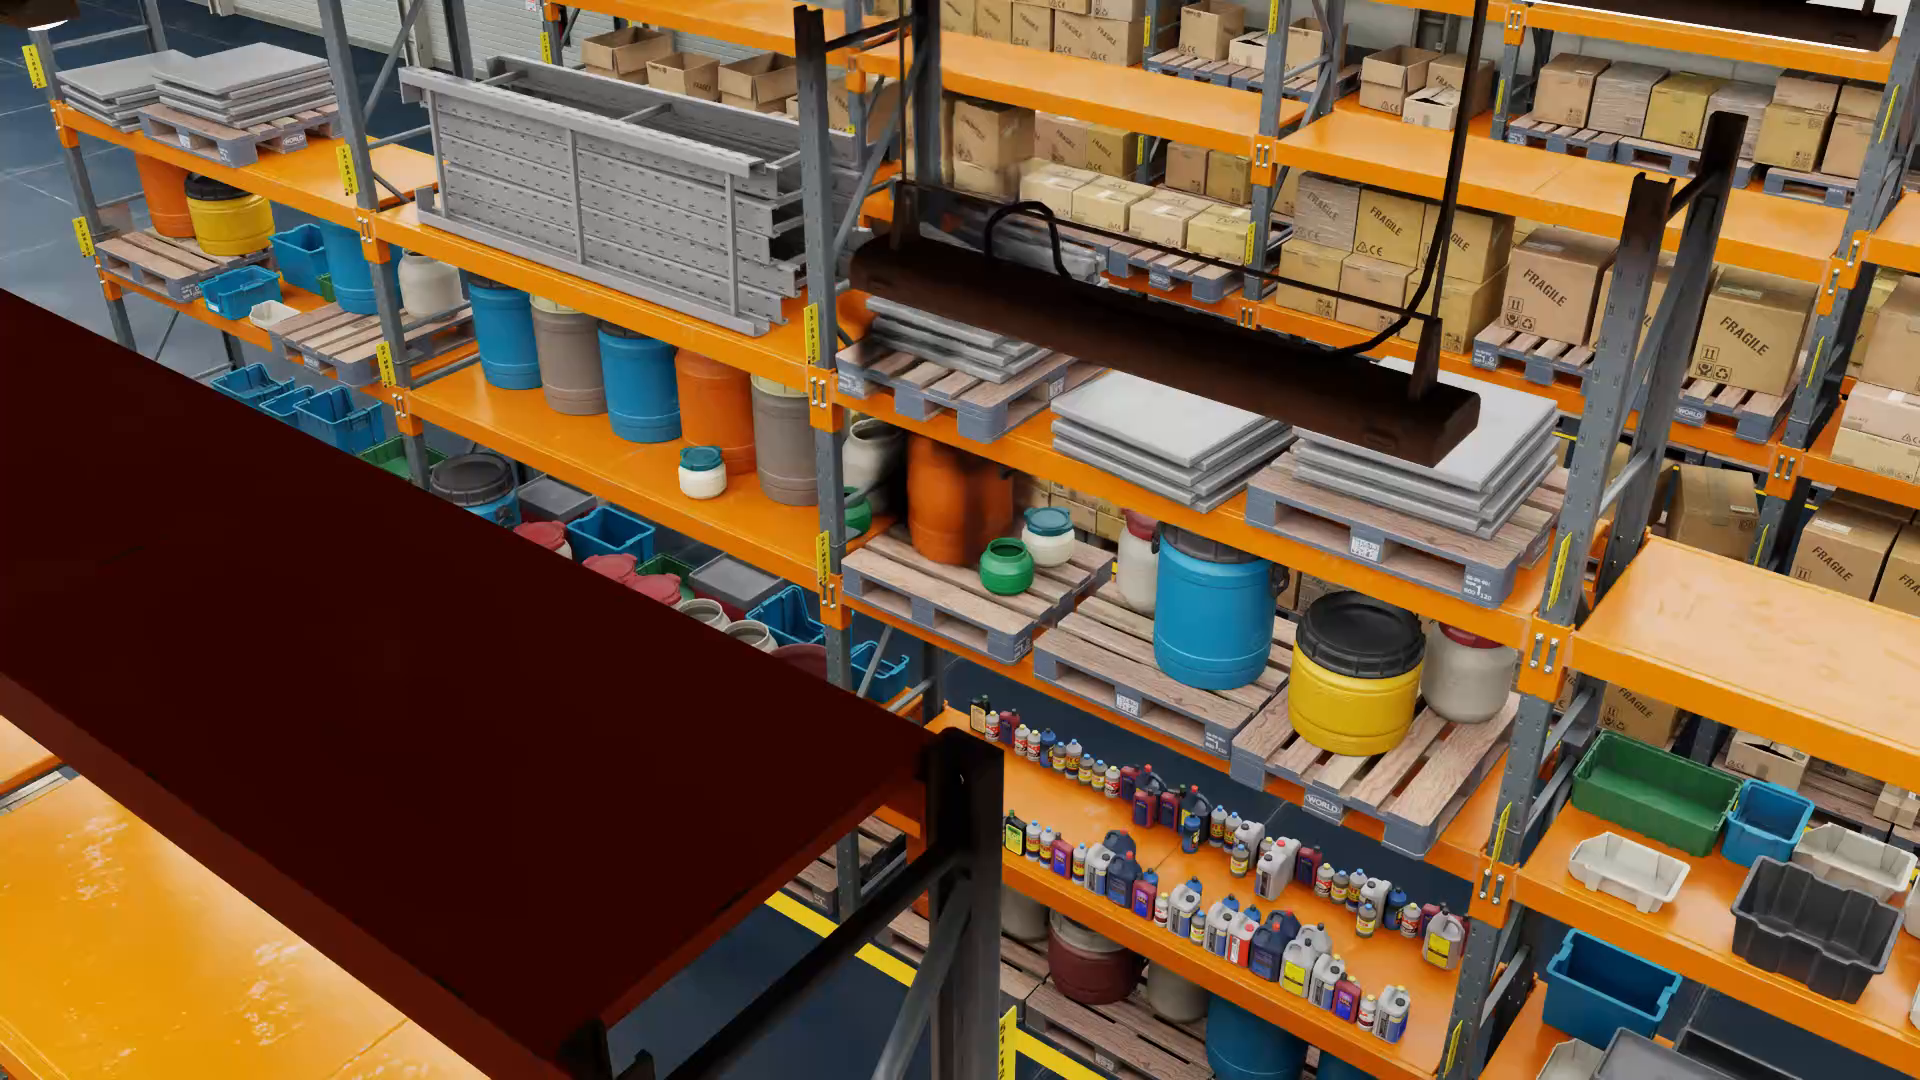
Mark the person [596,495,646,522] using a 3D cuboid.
[{"bbox_3d":[-3.195,-0.758,14.878,0.662,1.741,0.698,17,35,25],"label":"person"}]
